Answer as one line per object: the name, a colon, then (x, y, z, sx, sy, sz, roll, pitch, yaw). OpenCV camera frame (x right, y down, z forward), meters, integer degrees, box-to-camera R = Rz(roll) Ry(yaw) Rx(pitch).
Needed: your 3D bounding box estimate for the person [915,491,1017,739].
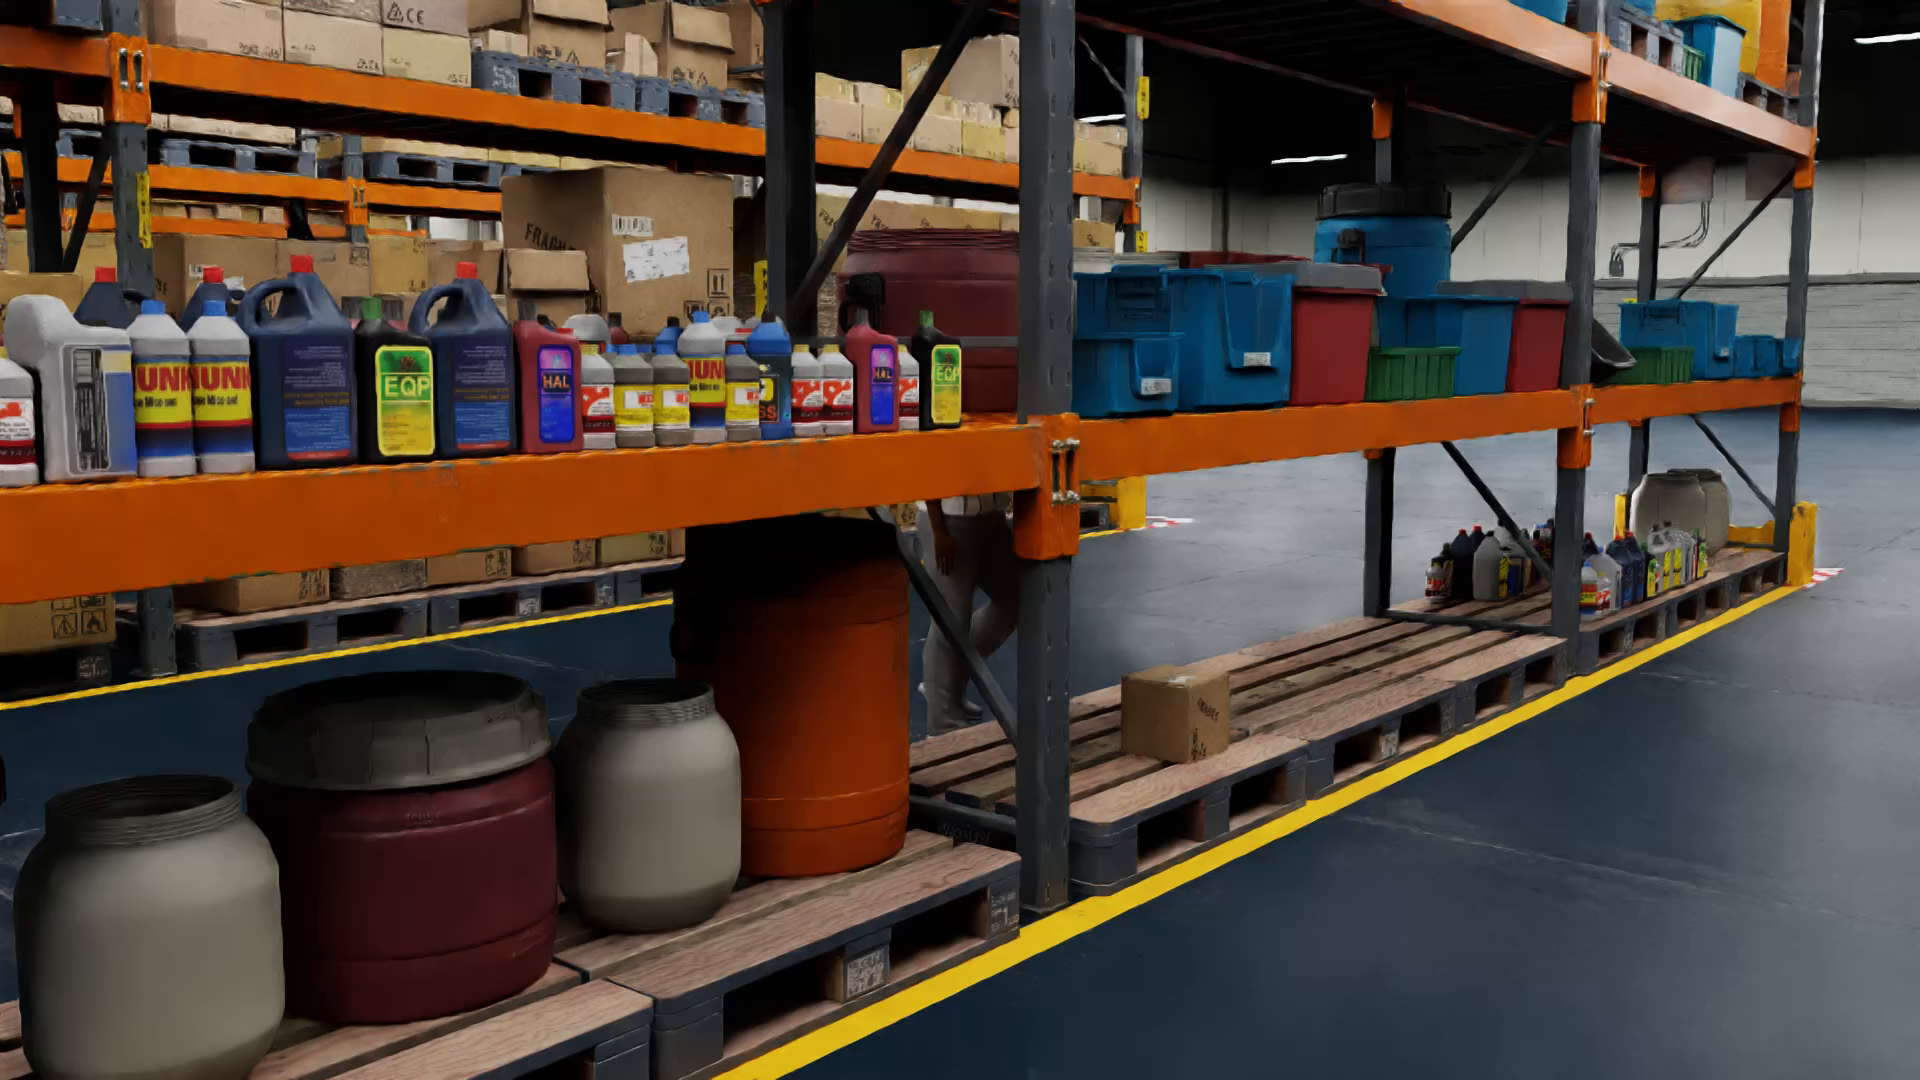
person: (-0.008, -0.073, 6.176, 0.419, 1.677, 0.507, 4, 8, 28)
